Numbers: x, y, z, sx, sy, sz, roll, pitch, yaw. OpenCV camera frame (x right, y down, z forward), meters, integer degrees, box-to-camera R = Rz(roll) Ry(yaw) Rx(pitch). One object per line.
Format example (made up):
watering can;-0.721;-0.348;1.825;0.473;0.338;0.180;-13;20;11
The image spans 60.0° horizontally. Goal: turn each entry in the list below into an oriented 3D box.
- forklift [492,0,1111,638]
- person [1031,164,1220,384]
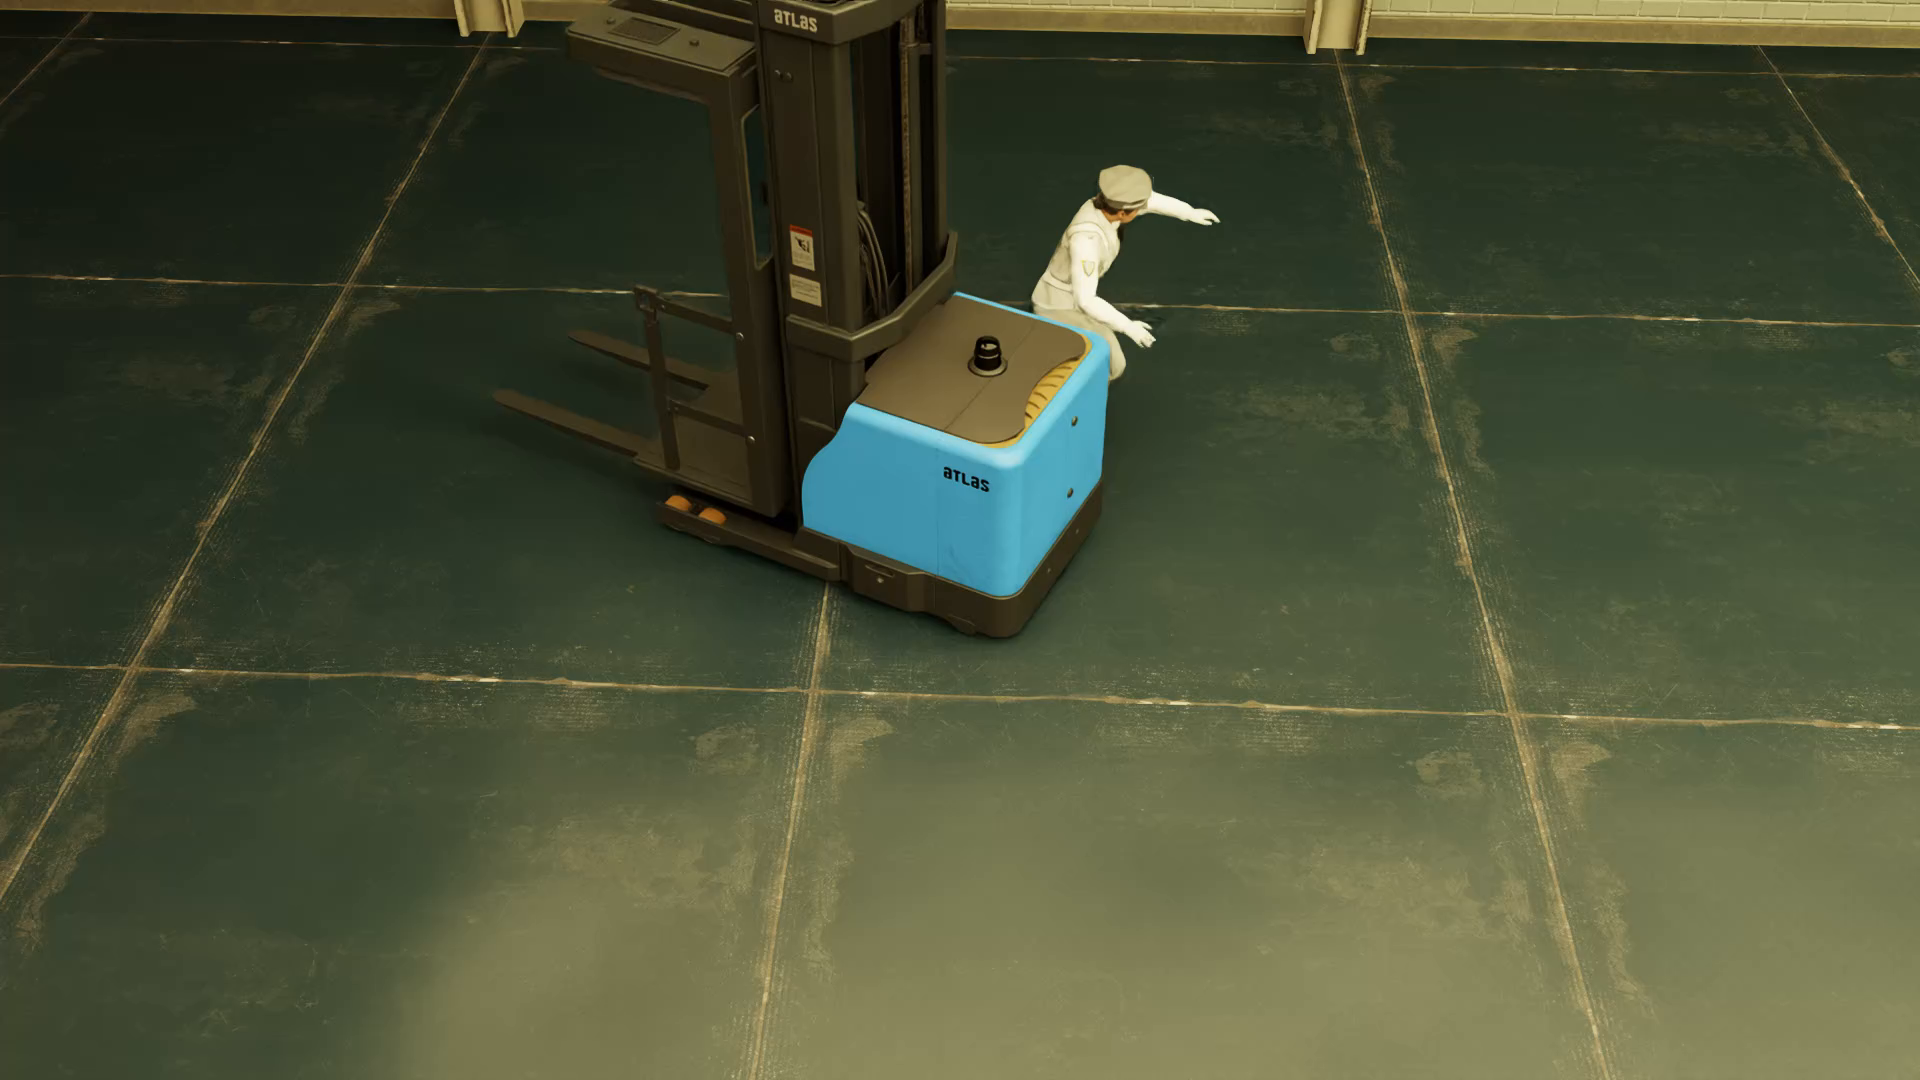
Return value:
forklift;-0.869;-1.362;7.235;3.031;2.935;1.130;20;46;20
person;0.705;-1.065;8.058;0.794;1.426;1.335;13;44;14
